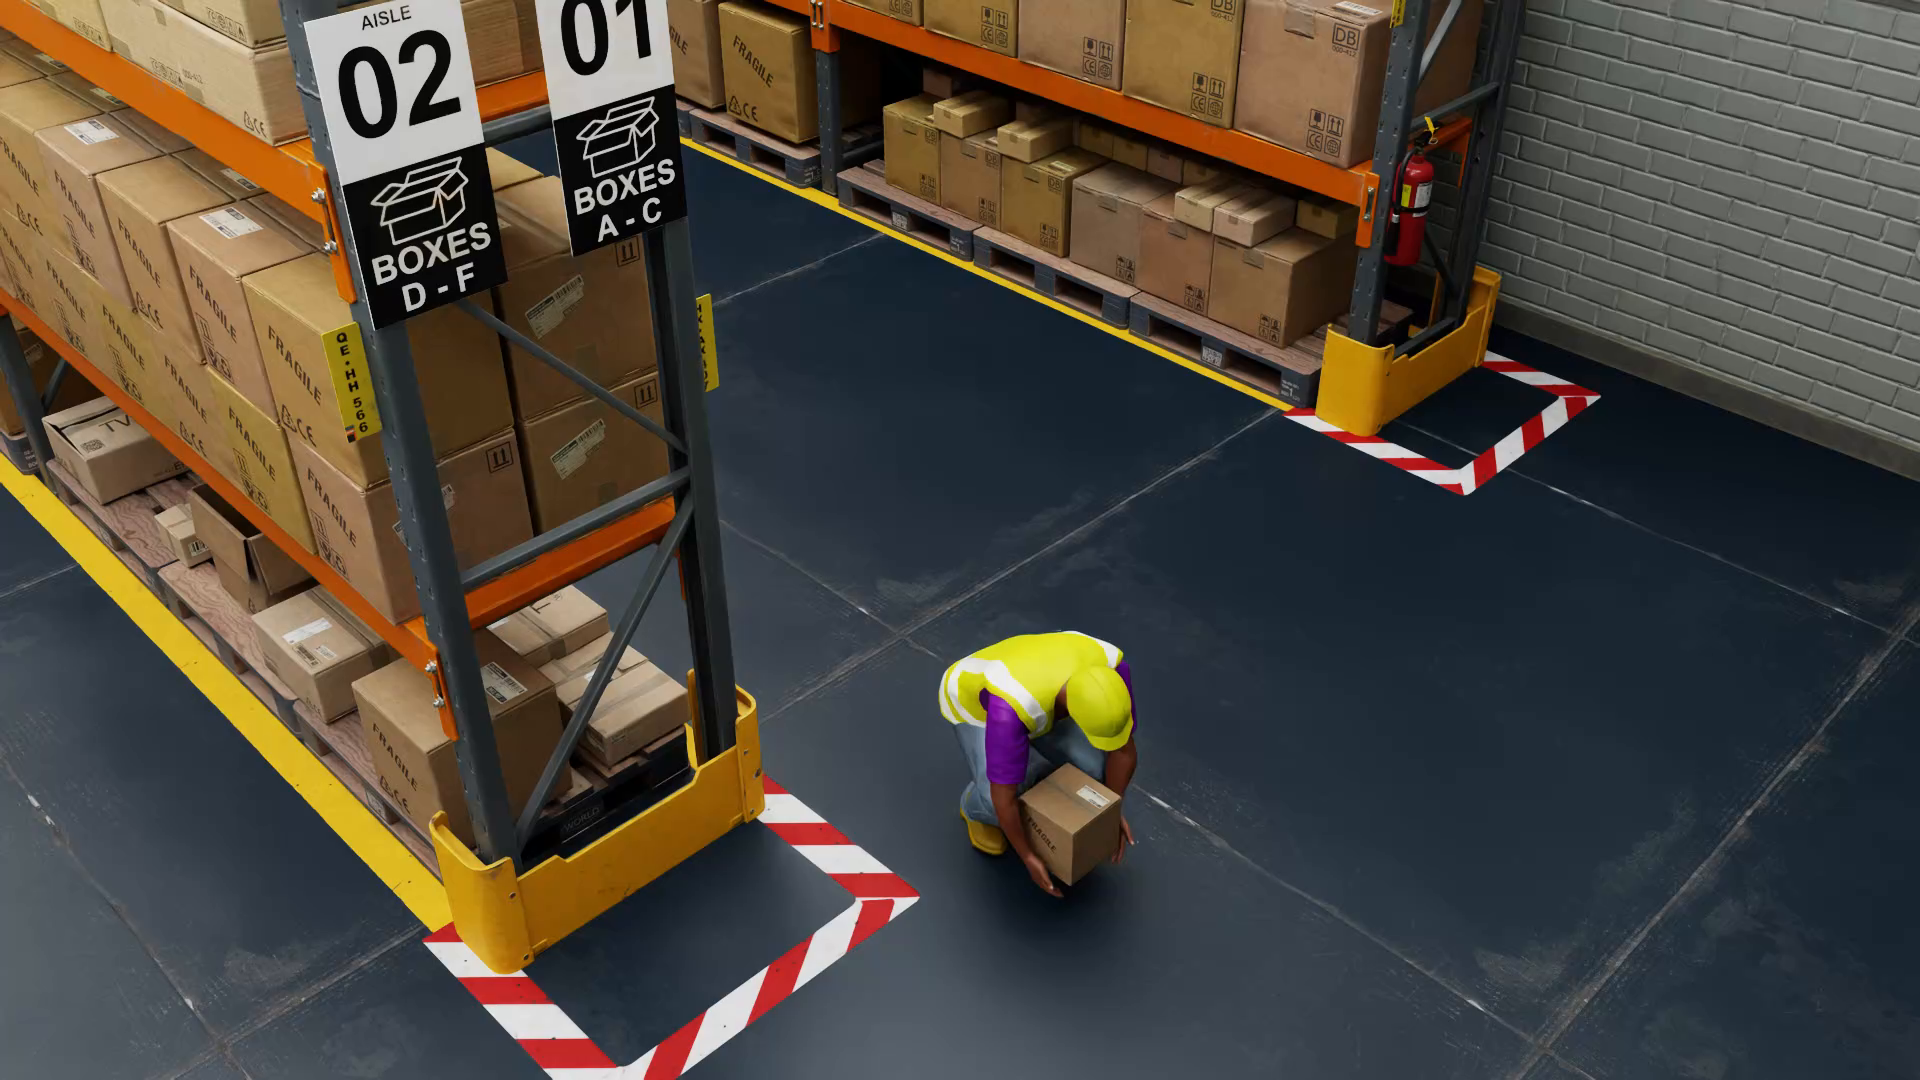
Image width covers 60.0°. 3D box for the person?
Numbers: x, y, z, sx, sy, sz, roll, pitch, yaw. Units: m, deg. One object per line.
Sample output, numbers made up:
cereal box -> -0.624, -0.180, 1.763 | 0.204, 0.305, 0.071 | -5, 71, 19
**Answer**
person -> 0.296, 0.683, 5.819 | 0.594, 1.012, 0.875 | -15, 38, -20
